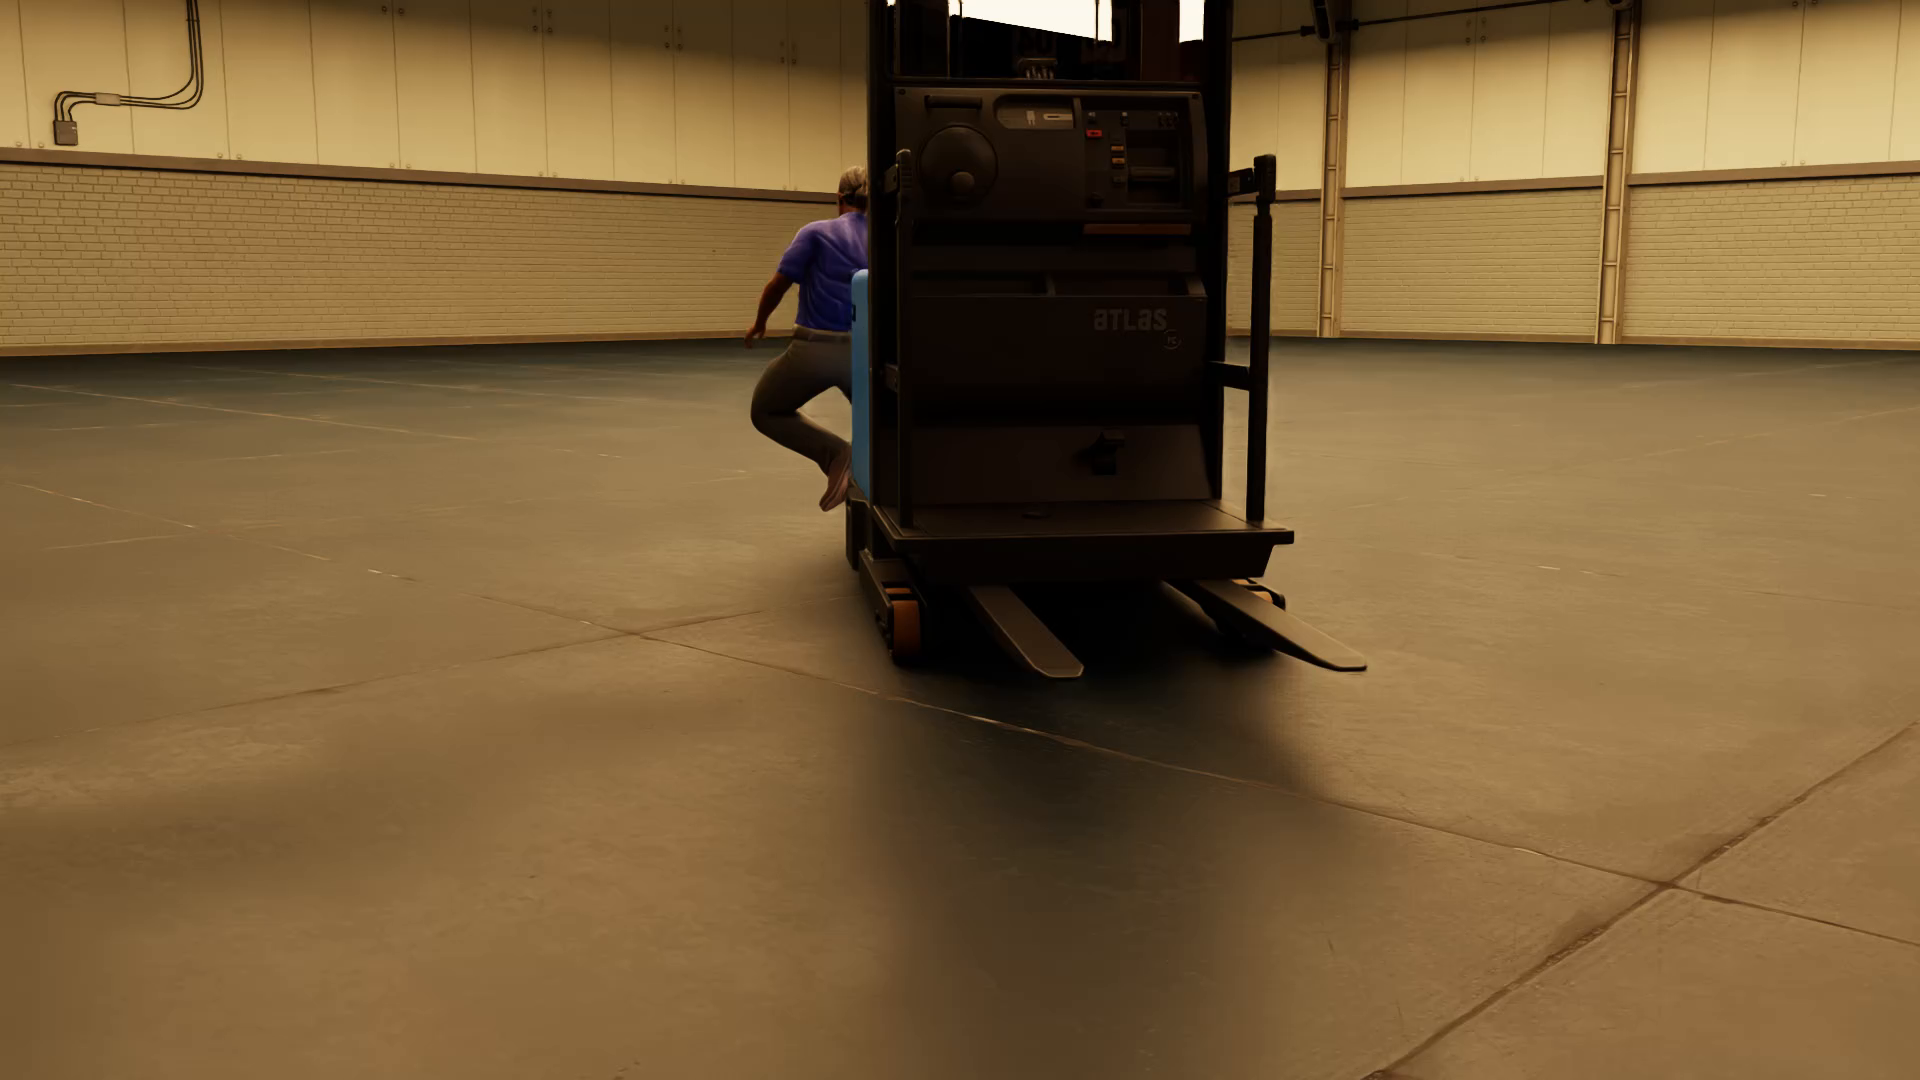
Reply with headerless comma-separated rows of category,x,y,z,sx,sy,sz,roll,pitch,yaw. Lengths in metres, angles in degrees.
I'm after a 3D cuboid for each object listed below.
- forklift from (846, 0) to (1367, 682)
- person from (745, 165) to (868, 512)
forklift,0.303,-1.179,4.705,1.130,2.935,3.031,-1,9,-8
person,-0.505,-0.781,6.882,0.755,1.486,0.696,-4,9,-22
